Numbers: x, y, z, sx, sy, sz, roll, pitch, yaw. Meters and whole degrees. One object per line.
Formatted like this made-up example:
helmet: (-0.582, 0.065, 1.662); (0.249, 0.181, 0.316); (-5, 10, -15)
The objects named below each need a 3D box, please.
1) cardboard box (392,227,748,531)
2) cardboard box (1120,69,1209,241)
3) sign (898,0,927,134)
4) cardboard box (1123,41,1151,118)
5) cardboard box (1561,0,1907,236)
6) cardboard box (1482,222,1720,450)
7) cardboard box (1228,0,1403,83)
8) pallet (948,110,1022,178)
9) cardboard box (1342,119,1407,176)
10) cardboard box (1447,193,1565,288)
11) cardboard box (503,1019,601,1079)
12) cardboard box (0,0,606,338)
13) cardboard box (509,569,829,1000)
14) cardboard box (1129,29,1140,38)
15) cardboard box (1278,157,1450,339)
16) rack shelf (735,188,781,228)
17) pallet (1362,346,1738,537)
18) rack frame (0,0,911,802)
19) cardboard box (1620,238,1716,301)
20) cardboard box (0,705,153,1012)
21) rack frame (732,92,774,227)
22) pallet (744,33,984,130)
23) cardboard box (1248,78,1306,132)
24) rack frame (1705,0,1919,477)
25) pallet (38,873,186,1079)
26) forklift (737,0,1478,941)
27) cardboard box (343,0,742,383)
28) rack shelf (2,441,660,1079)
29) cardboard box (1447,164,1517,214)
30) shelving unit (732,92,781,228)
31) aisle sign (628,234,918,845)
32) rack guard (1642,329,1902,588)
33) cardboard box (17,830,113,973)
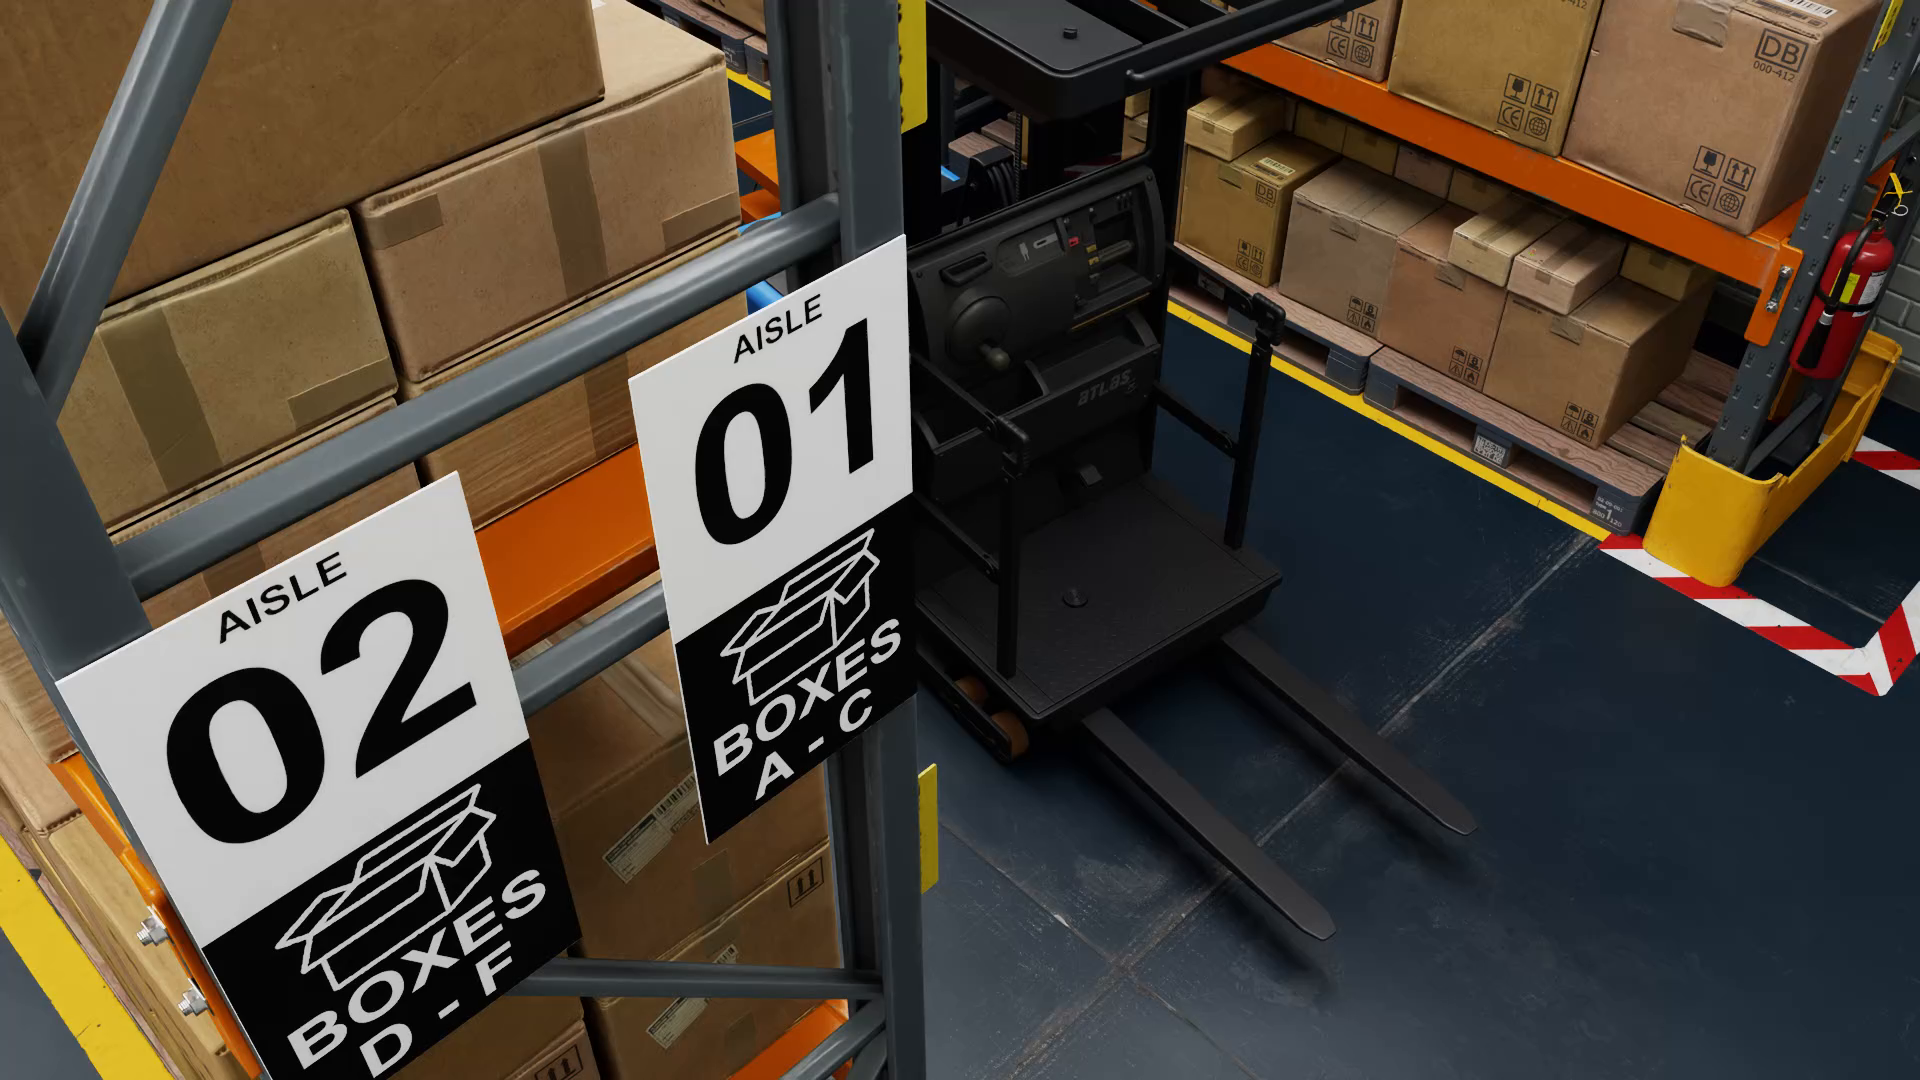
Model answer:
cardboard box: (-0.642, -0.323, 2.290); (0.500, 0.250, 0.500); (-34, 53, -31)
cardboard box: (1.028, -1.790, 7.510); (0.500, 0.500, 0.700); (34, 52, 31)
sign: (-0.076, -0.591, 1.825); (0.100, 0.325, 0.005); (-34, 53, -31)
cardboard box: (0.788, -2.020, 7.280); (0.380, 0.149, 0.250); (-32, 52, -30)
cardboard box: (2.678, -1.634, 5.587); (0.980, 0.700, 0.700); (-32, 51, -30)
cardboard box: (2.480, -0.808, 6.447); (0.700, 0.500, 0.500); (-34, 53, -31)
cardboard box: (1.624, -2.349, 6.361); (0.700, 0.700, 0.980); (32, 51, 30)
pallet: (0.702, -1.779, 8.019); (1.003, 0.211, 1.213); (-34, 53, -31)
cardboard box: (1.813, -1.691, 6.924); (0.380, 0.149, 0.250); (-34, 52, -31)
cardboard box: (2.079, -1.143, 6.332); (0.380, 0.149, 0.250); (-33, 52, -30)
cardboard box: (-0.969, 0.971, 2.915); (0.500, 0.500, 0.500); (-32, 52, -30)
cardboard box: (-0.834, -0.652, 1.725); (0.700, 0.500, 0.500); (-34, 53, -31)
cardboard box: (-0.586, 0.349, 2.852); (0.500, 0.500, 0.500); (-32, 52, -30)
cardboard box: (0.714, -2.436, 7.731); (0.250, 0.149, 0.380); (34, 52, 31)
cardboard box: (1.771, -1.290, 6.968); (0.500, 0.500, 0.700); (32, 52, 30)
rack shelf: (-0.651, -1.203, 6.437); (0.258, 0.148, 0.480); (-27, 49, -26)
pallet: (2.425, -0.606, 6.751); (1.003, 0.211, 1.213); (-34, 53, -31)
rack frame: (-0.460, -1.111, 0.822); (1.000, 3.000, 0.127); (-34, 53, -31)
cardboard box: (2.710, -1.082, 6.265); (0.380, 0.149, 0.250); (-34, 52, -31)
cardboard box: (-1.326, 0.364, 2.836); (0.500, 0.500, 0.500); (-33, 52, -30)
rack frame: (-0.799, -1.220, 6.686); (0.240, 1.200, 0.015); (-27, 49, -26)
pallet: (-0.378, -2.516, 8.817); (1.003, 0.211, 1.213); (-34, 53, -31)
cardboard box: (1.452, -1.936, 7.189); (0.380, 0.149, 0.250); (-34, 52, -31)
rack frame: (3.045, -1.284, 5.429); (1.000, 3.000, 0.127); (-34, 53, -31)
pallet: (-1.934, 1.111, 4.892); (1.003, 0.211, 1.213); (-34, 53, -31)
forklift: (0.379, -0.736, 4.887); (1.130, 2.935, 3.031); (-27, 49, -26)
cardboard box: (-0.638, -0.509, 2.123); (0.500, 0.250, 0.500); (-34, 53, -31)
rack shelf: (-1.872, -0.706, 3.124); (1.077, 0.370, 4.000); (-34, 53, -31)
cardboard box: (2.175, -1.446, 6.659); (0.380, 0.149, 0.250); (-34, 52, -31)
shelving unit: (-0.651, -1.088, 6.543); (0.258, 1.200, 0.503); (-27, 49, -26)
aisle sign: (-0.204, 0.030, 2.092); (0.394, 0.787, 0.004); (-34, 53, -31)
rack guard: (3.062, -0.354, 6.265); (1.175, 0.500, 0.348); (-34, 53, -31)
cardboard box: (-1.686, 0.481, 3.446); (0.500, 0.500, 0.500); (-34, 52, -31)
